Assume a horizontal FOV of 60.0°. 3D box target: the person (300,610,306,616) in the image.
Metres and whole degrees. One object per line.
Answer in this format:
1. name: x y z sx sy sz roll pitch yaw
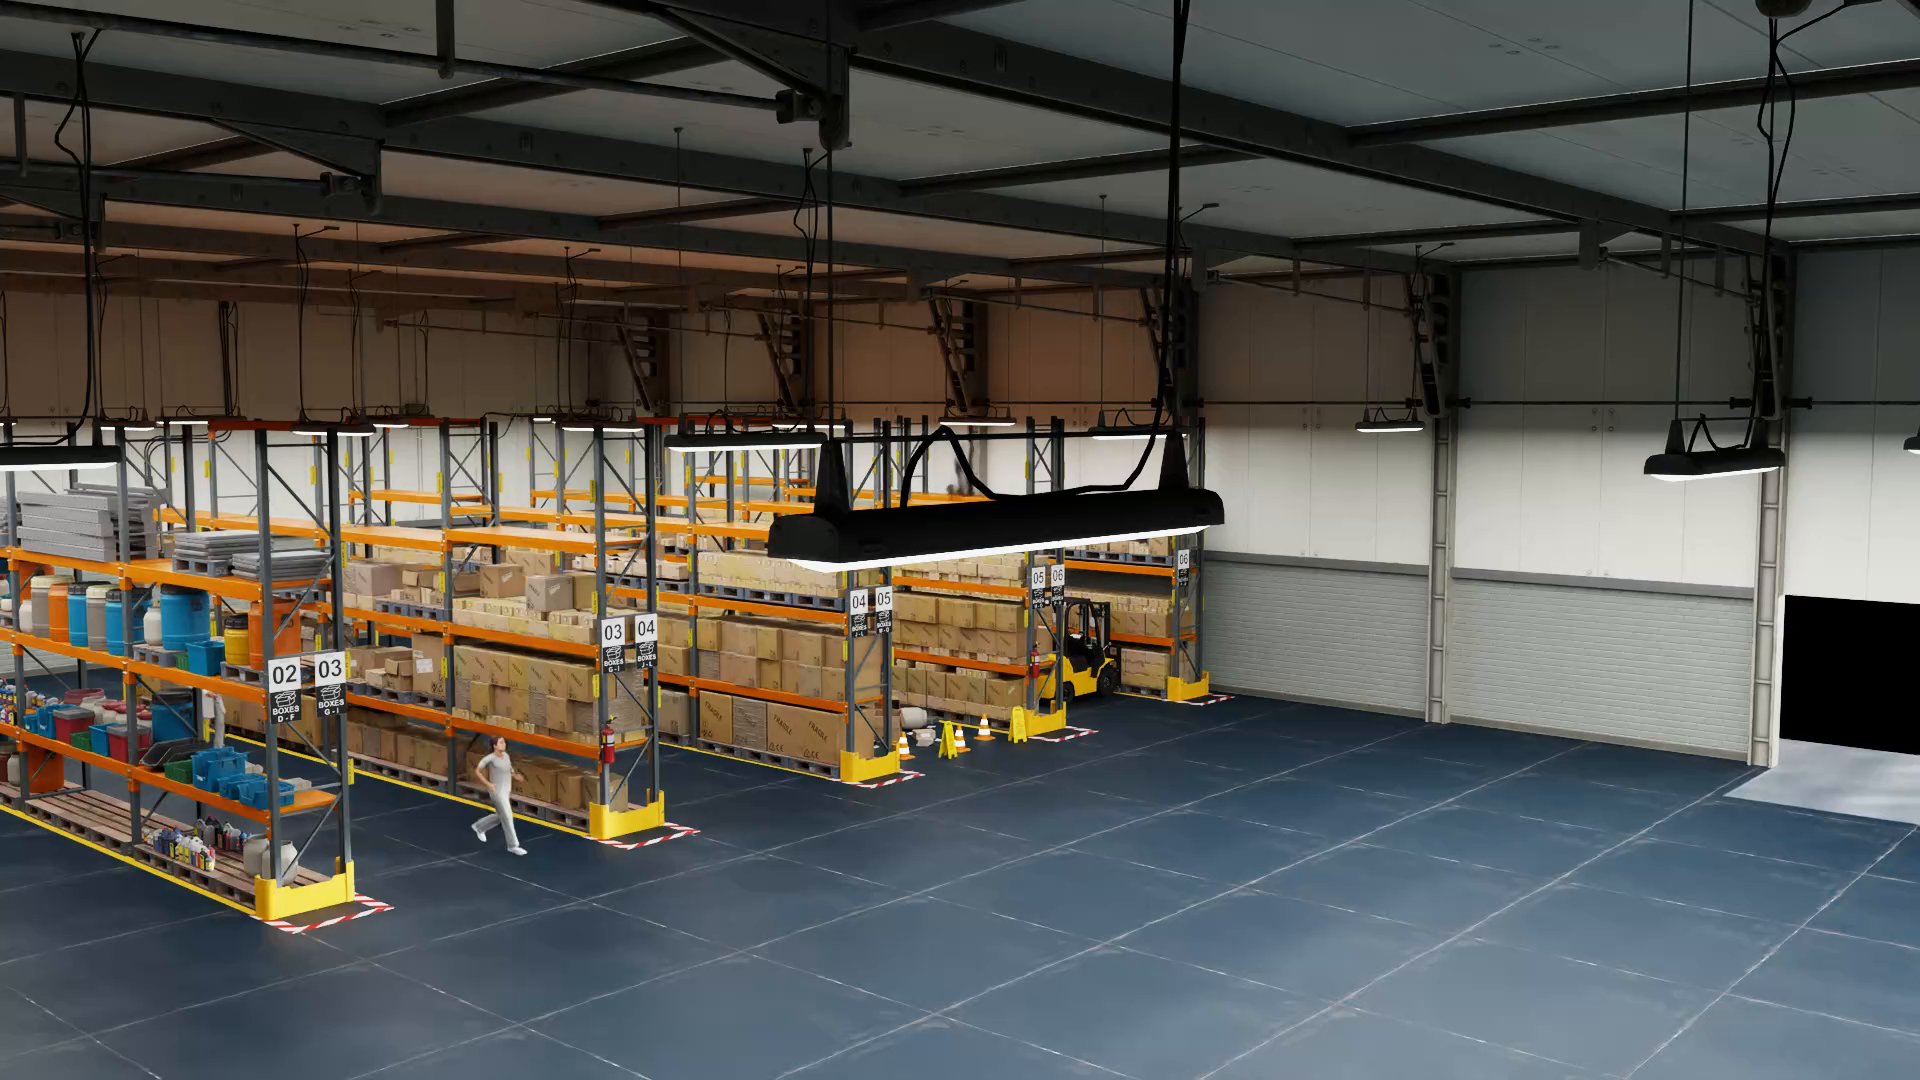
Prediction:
1. person: -14.849 2.400 37.462 0.706 1.657 0.531 0 5 -2

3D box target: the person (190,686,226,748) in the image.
1. person: -13.586 2.954 30.055 0.955 1.776 0.712 2 5 27

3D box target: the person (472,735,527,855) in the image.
1. person: -6.501 3.559 23.372 0.930 1.675 0.569 2 5 20
